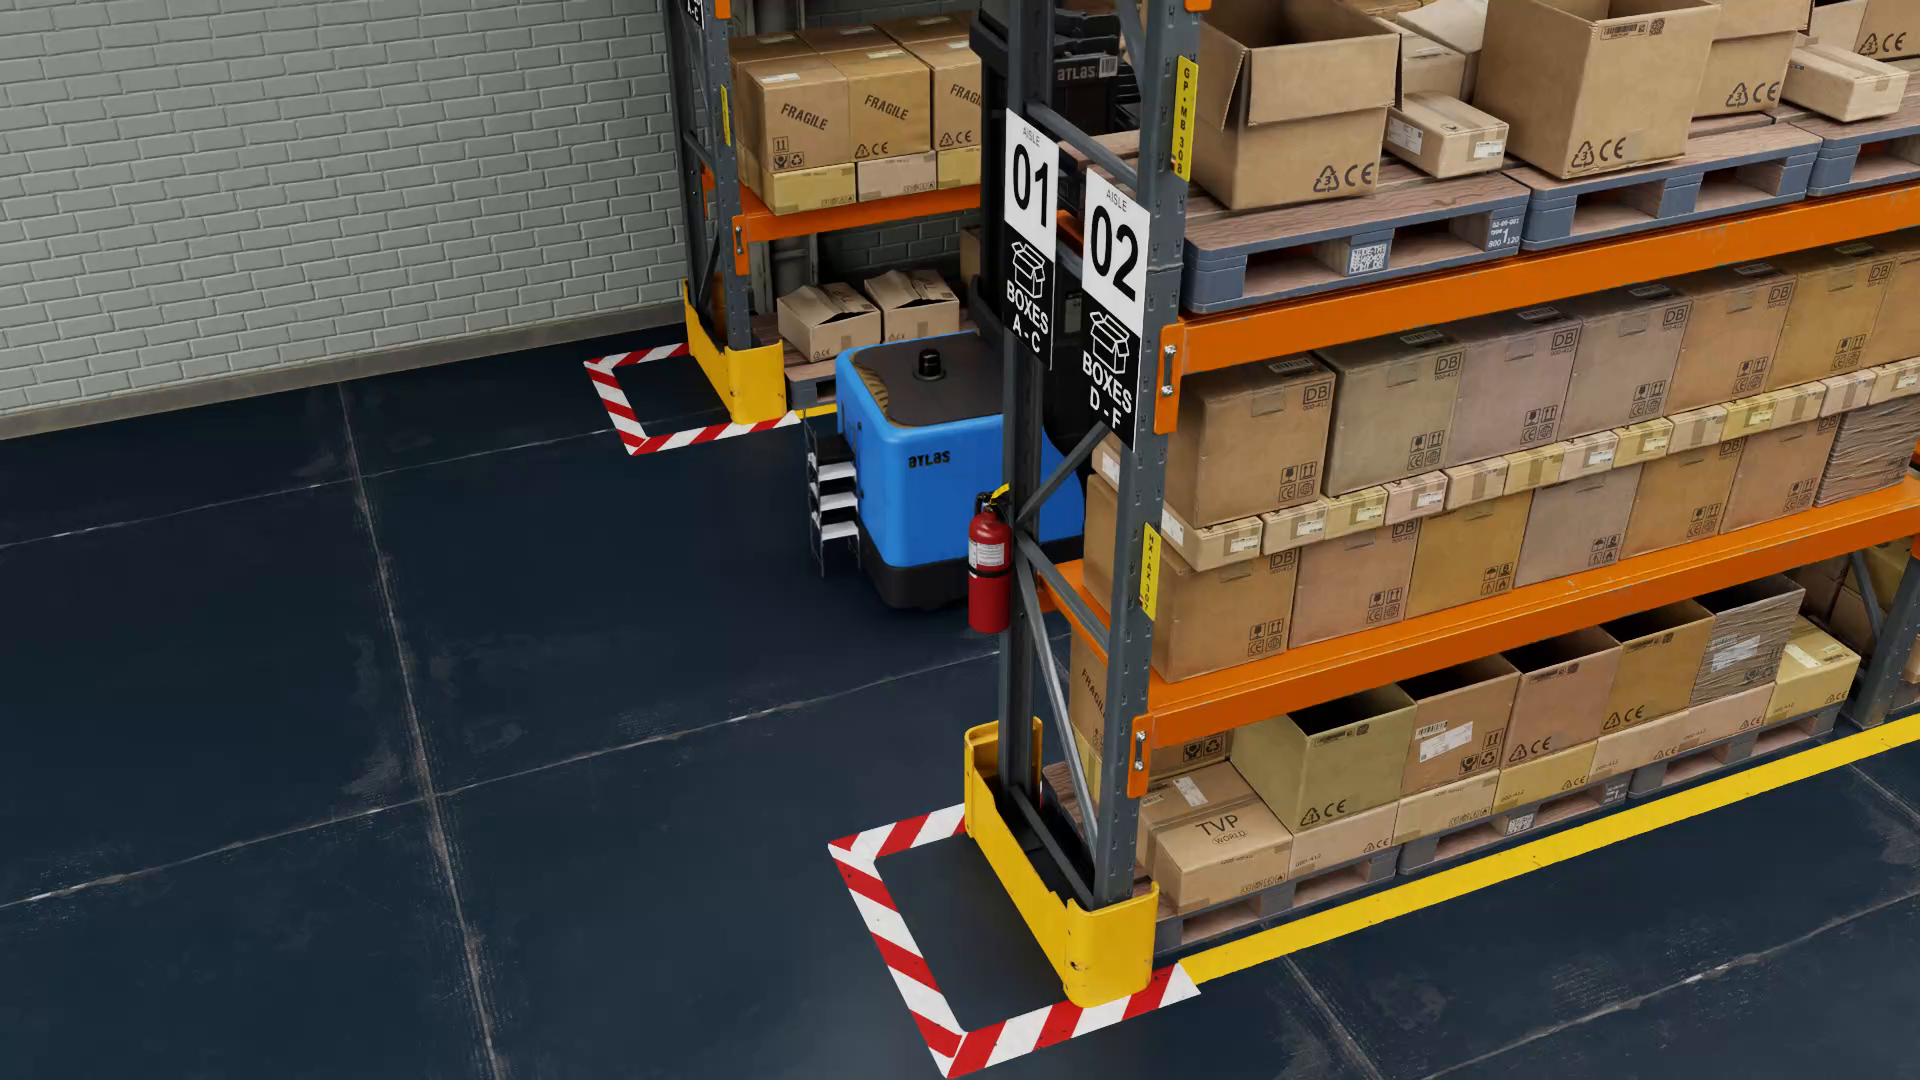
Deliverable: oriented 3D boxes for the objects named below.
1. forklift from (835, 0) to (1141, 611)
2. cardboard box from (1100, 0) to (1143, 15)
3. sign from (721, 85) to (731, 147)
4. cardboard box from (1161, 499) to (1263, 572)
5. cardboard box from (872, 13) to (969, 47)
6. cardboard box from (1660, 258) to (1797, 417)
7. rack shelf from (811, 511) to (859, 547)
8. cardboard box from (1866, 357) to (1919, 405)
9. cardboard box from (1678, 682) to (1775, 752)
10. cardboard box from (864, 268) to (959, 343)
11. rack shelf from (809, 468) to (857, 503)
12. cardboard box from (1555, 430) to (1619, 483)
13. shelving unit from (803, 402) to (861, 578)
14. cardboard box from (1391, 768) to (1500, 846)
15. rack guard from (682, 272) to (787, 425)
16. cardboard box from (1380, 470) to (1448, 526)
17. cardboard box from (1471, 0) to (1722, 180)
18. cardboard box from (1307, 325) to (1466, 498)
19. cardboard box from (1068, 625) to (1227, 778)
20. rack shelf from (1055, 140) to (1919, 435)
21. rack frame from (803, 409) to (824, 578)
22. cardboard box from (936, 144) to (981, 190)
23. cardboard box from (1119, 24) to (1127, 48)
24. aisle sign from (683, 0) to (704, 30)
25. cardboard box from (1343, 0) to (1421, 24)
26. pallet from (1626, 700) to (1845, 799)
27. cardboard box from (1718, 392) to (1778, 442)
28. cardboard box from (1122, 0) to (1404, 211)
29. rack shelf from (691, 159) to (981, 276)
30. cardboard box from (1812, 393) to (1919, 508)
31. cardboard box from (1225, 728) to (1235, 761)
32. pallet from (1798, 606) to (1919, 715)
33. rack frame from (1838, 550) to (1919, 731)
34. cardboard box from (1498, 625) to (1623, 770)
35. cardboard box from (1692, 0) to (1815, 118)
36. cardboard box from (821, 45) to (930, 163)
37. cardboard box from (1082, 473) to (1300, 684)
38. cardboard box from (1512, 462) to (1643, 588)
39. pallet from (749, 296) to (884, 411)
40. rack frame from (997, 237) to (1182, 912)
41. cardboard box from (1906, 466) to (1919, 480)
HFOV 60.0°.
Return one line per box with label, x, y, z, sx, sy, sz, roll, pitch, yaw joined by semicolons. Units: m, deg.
forklift;0.903;-1.339;8.538;3.031;2.935;1.130;-10;34;-16
cardboard box;1.181;-3.273;10.879;0.500;0.500;0.500;-13;35;-19
sign;-1.305;-2.360;9.251;0.005;0.325;0.100;-13;35;-19
cardboard box;0.851;-0.068;5.836;0.250;0.149;0.380;-13;35;-19
cardboard box;-0.220;-2.949;10.381;0.500;0.500;0.500;-14;36;-20
cardboard box;2.760;-0.900;6.520;0.500;0.500;0.700;-13;35;-19
rack shelf;-0.669;-0.077;8.852;0.200;0.077;0.258;-10;34;-16
cardboard box;3.698;-0.722;6.840;0.250;0.149;0.380;-14;35;-20
cardboard box;3.287;0.661;7.538;0.500;0.250;0.500;-13;35;-19
cardboard box;-0.316;-1.549;10.860;0.500;0.311;0.500;-10;34;-15
rack shelf;-0.669;-0.303;8.705;0.200;0.077;0.258;-10;34;-16
cardboard box;2.269;-0.392;6.334;0.250;0.149;0.380;-13;35;-18
shelving unit;-0.669;-0.256;8.736;0.210;0.900;0.258;-10;34;-16
cardboard box;1.908;0.983;7.044;0.500;0.250;0.500;-13;35;-19
rack guard;-1.445;-1.238;10.613;0.348;0.500;1.175;-13;35;-19
cardboard box;1.558;-0.229;6.084;0.250;0.149;0.380;-13;35;-20
cardboard box;2.043;-1.527;5.409;0.500;0.500;0.500;-13;35;-19
cardboard box;1.373;-0.583;6.032;0.500;0.500;0.700;-14;36;-20
cardboard box;0.785;0.619;6.914;0.500;0.500;0.500;-13;35;-19
rack shelf;2.250;-1.158;6.106;4.000;0.370;1.077;-13;35;-19
rack frame;-0.765;-0.238;8.708;0.006;0.900;0.240;-10;34;-16
cardboard box;0.003;-2.380;10.195;0.500;0.250;0.500;-13;35;-20
cardboard box;0.931;-2.910;10.321;0.500;0.500;0.500;-14;36;-20
aisle sign;-1.465;-3.194;8.942;0.004;0.787;0.394;-13;35;-19
cardboard box;2.656;-3.431;11.196;0.500;0.500;0.700;-13;35;-19
pallet;3.345;0.691;7.912;1.213;0.211;1.003;-13;35;-19
cardboard box;2.988;-0.559;6.590;0.250;0.149;0.380;-13;35;-19
cardboard box;0.938;-1.434;5.263;0.637;0.503;0.797;-10;34;-16
rack shelf;0.329;-2.391;10.752;4.000;0.370;1.077;-13;35;-19
cardboard box;3.688;-0.569;7.201;0.500;0.500;0.700;-14;36;-20
cardboard box;1.243;0.823;7.288;0.500;0.250;0.500;-13;35;-19
pallet;4.759;0.369;8.407;1.213;0.211;1.003;-13;35;-19
rack frame;4.094;-0.624;7.377;0.127;3.000;1.000;-13;35;-19
cardboard box;2.371;0.566;6.997;0.500;0.500;0.500;-13;35;-19
cardboard box;2.527;-1.875;5.941;0.637;0.503;0.797;-9;34;-14
cardboard box;-0.499;-2.579;9.813;0.500;0.500;0.500;-13;35;-19
cardboard box;0.842;0.086;6.194;0.500;0.500;0.700;-13;35;-19
cardboard box;2.268;-0.242;6.698;0.500;0.500;0.700;-12;35;-18
pallet;-0.682;-1.271;10.928;1.213;0.211;1.003;-13;35;-19
rack frame;0.406;0.220;6.079;0.127;3.000;1.000;-13;35;-19
cardboard box;4.834;-0.226;8.386;0.500;0.311;0.500;-12;35;-18
